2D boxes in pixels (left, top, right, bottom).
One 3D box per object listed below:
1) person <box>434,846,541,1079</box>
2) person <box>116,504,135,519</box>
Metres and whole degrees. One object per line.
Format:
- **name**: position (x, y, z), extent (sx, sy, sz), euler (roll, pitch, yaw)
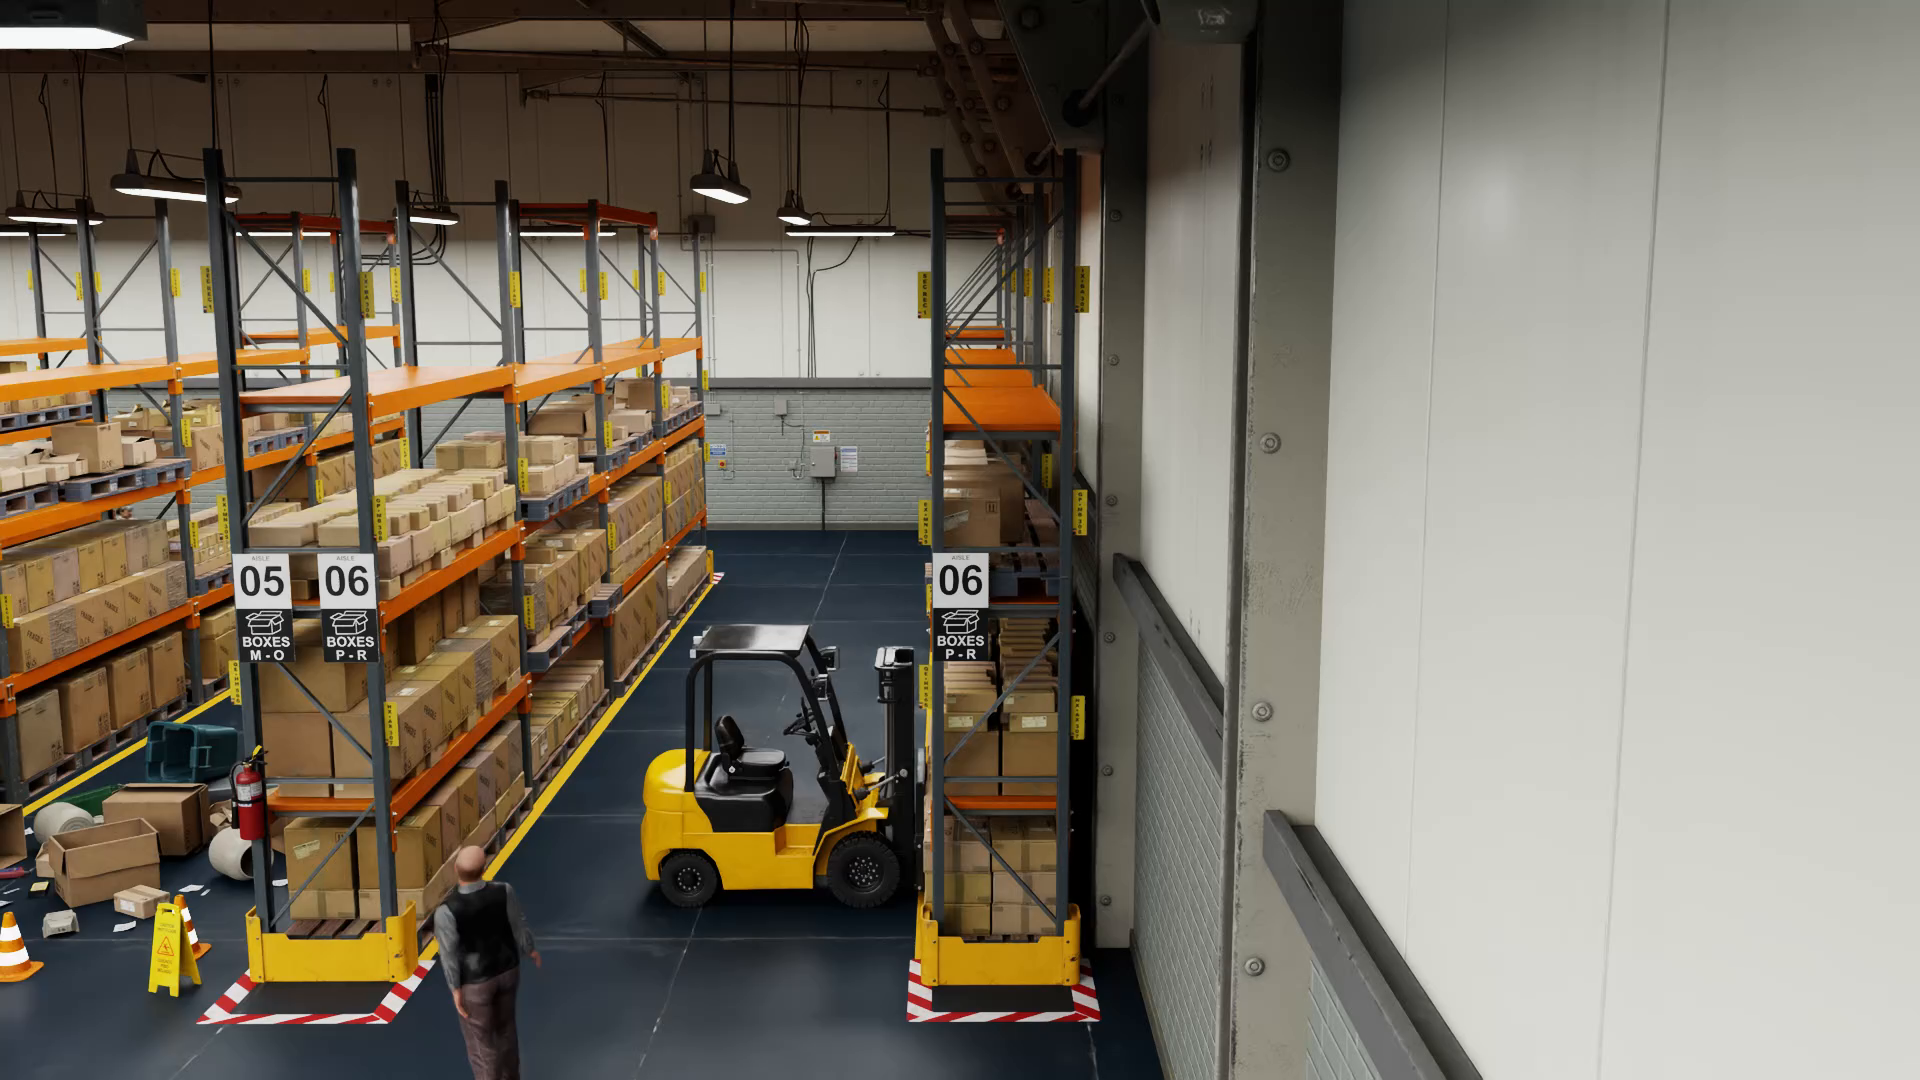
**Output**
- **person**: position (-2.889, 2.692, 10.249), extent (0.428, 1.737, 0.723), euler (6, 11, 32)
- **person**: position (-12.909, 0.226, 25.793), extent (0.493, 1.669, 0.604), euler (-7, 11, -35)
